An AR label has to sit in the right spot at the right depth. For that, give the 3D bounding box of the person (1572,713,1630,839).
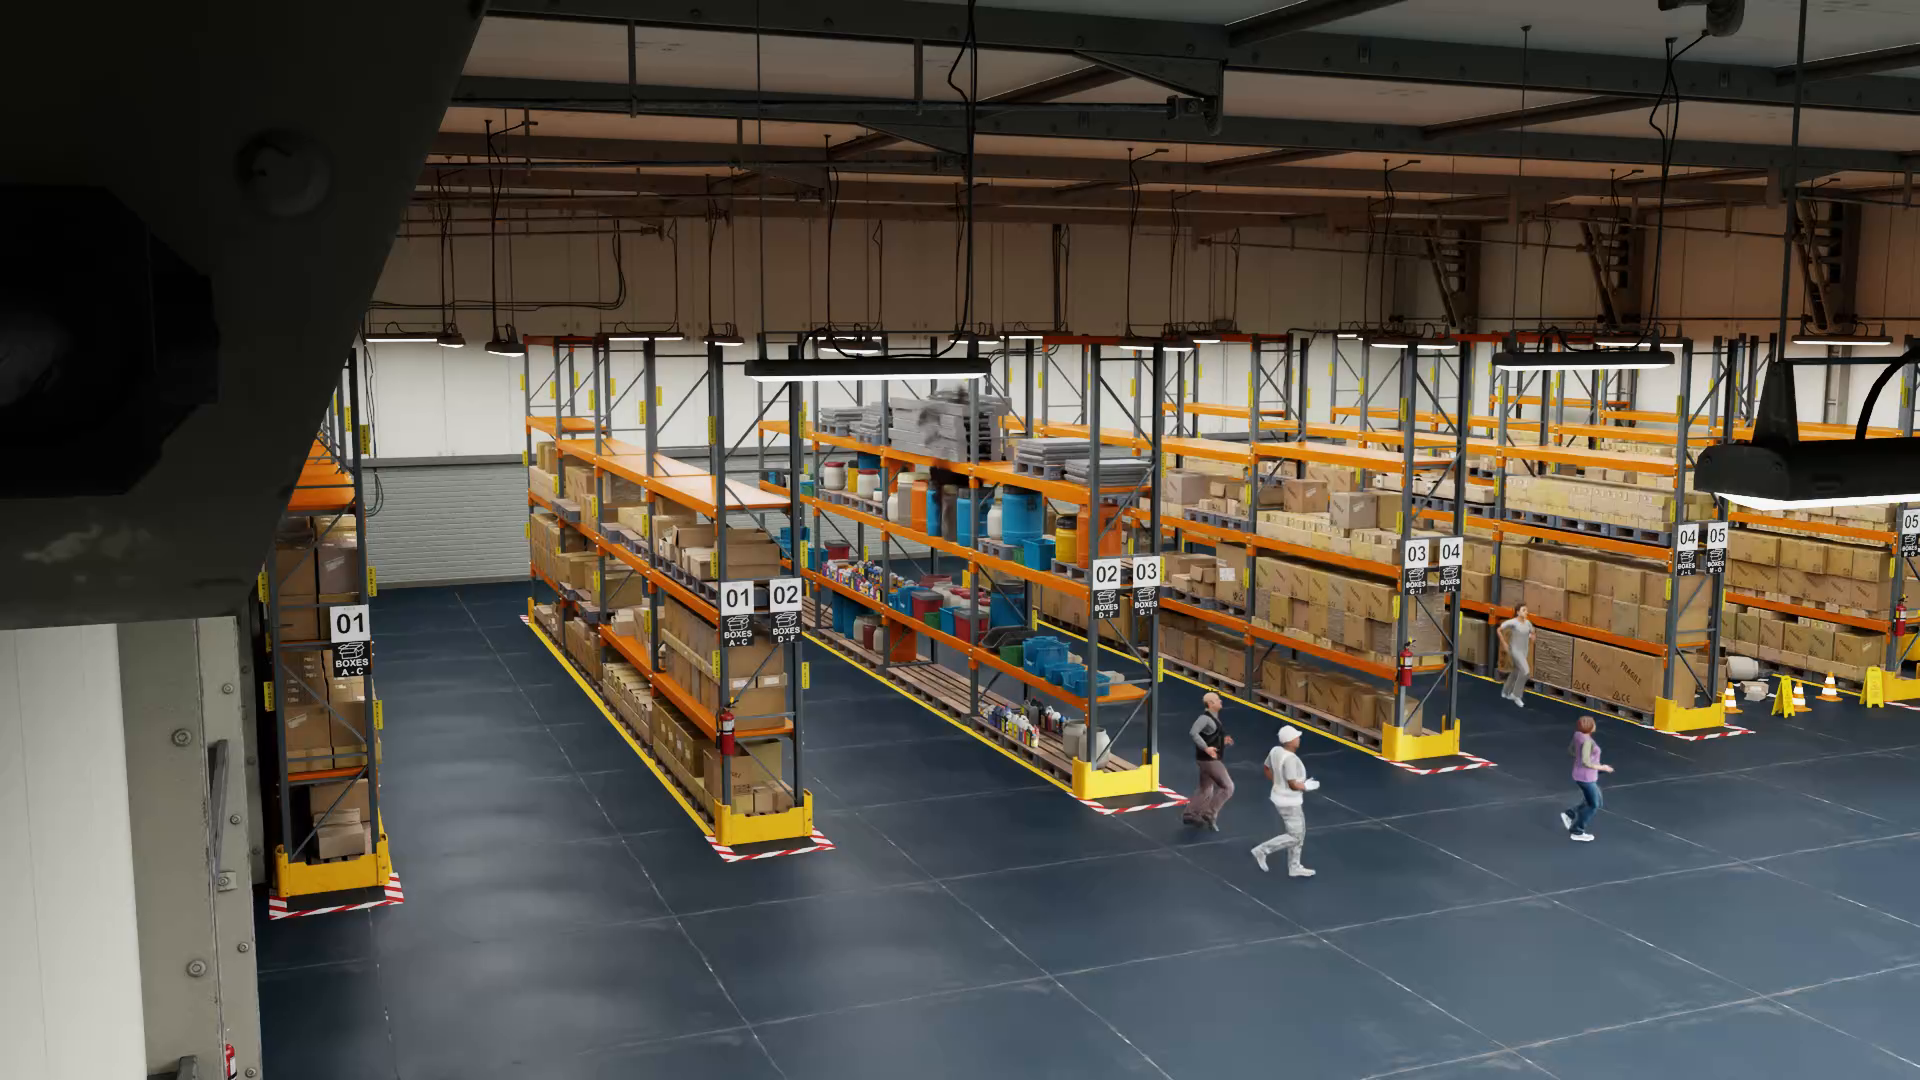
[{"bbox_3d":[7.767,2.874,20.160,0.614,1.594,0.516,1,8,9],"label":"person"}]

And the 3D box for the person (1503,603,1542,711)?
[{"bbox_3d":[9.236,1.875,27.192,0.555,1.704,0.808,-4,9,-28],"label":"person"}]

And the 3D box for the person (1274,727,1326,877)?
[{"bbox_3d":[3.841,2.971,18.858,0.589,1.734,0.667,-1,8,-6],"label":"person"}]

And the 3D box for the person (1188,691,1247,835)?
[{"bbox_3d":[3.223,2.741,20.680,0.732,1.784,0.671,2,8,12],"label":"person"}]
